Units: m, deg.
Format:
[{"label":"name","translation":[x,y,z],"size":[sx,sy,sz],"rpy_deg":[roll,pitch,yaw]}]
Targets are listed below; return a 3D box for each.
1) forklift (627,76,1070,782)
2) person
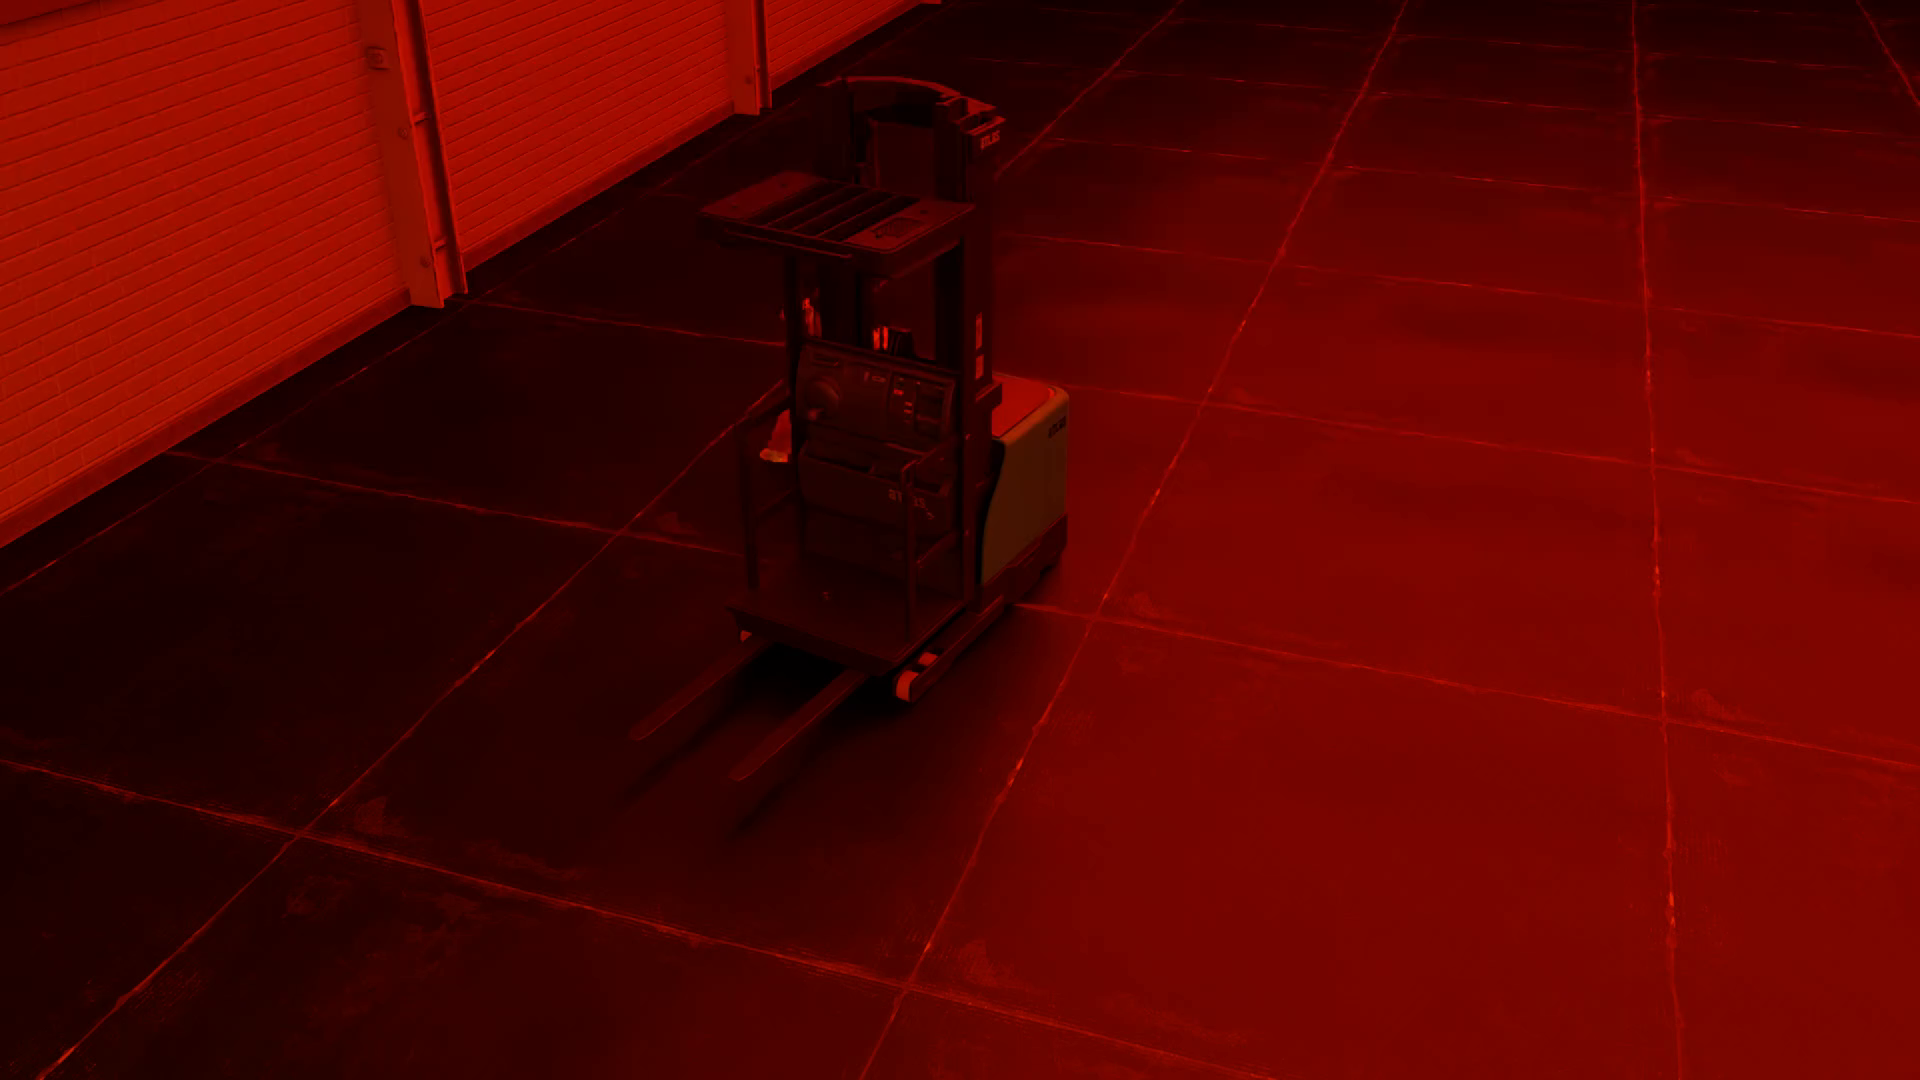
[{"label":"forklift","translation":[-0.545,-0.692,8.350],"size":[1.130,2.935,3.031],"rpy_deg":[16,33,26]},{"label":"person","translation":[-0.747,-1.058,10.490],"size":[1.163,1.443,0.632],"rpy_deg":[16,33,25]}]
